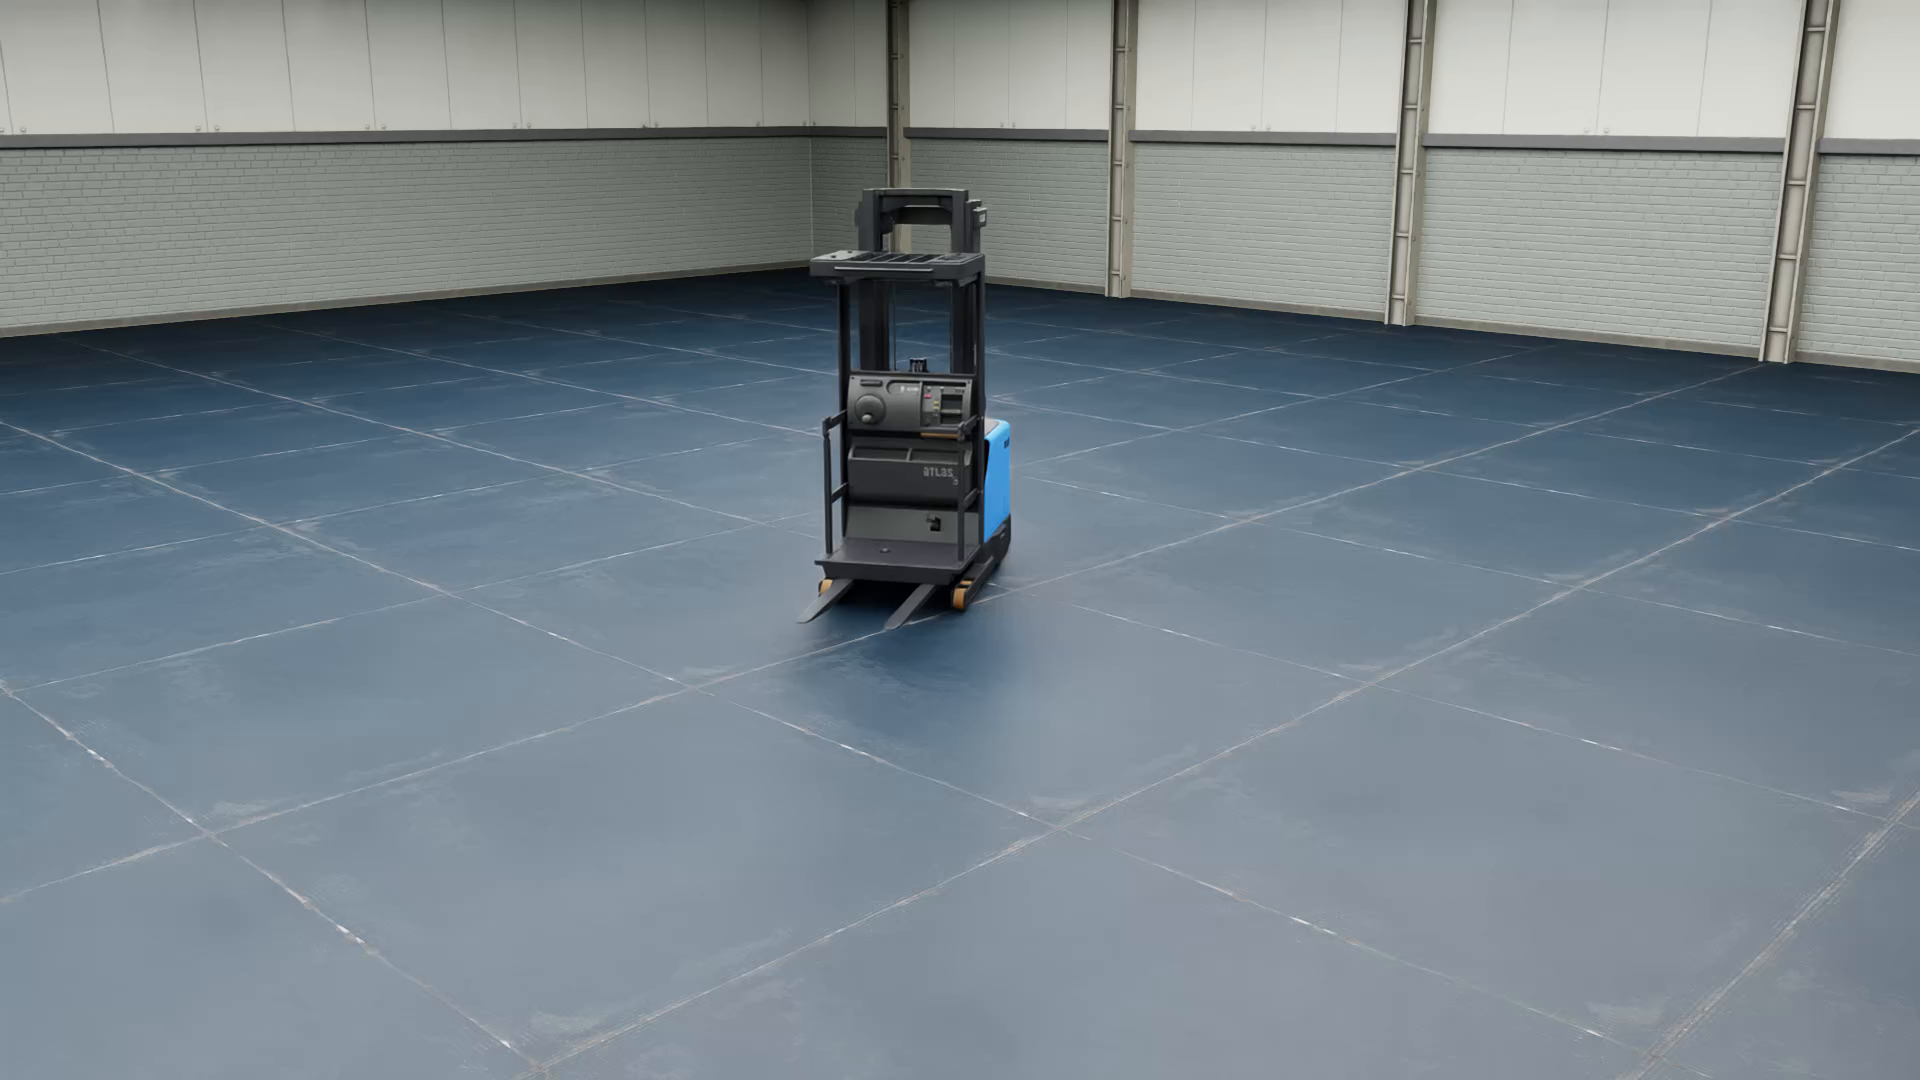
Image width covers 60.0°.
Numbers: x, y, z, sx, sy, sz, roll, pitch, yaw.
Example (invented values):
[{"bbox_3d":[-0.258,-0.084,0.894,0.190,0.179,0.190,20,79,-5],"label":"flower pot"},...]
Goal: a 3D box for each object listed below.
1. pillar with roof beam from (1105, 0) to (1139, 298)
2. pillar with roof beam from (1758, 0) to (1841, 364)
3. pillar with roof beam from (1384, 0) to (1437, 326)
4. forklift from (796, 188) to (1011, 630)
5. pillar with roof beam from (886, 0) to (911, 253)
[{"bbox_3d":[0.034,-8.230,27.670,0.400,9.000,9.100,14,20,42],"label":"pillar with roof beam"},{"bbox_3d":[8.673,-6.130,19.610,0.400,9.000,9.100,14,20,42],"label":"pillar with roof beam"},{"bbox_3d":[4.354,-7.180,23.640,0.400,9.000,9.100,14,20,42],"label":"pillar with roof beam"},{"bbox_3d":[-0.414,-1.014,12.011,1.130,2.935,3.031,3,15,13],"label":"forklift"},{"bbox_3d":[-4.285,-9.280,31.700,0.400,9.000,9.100,14,20,42],"label":"pillar with roof beam"}]
